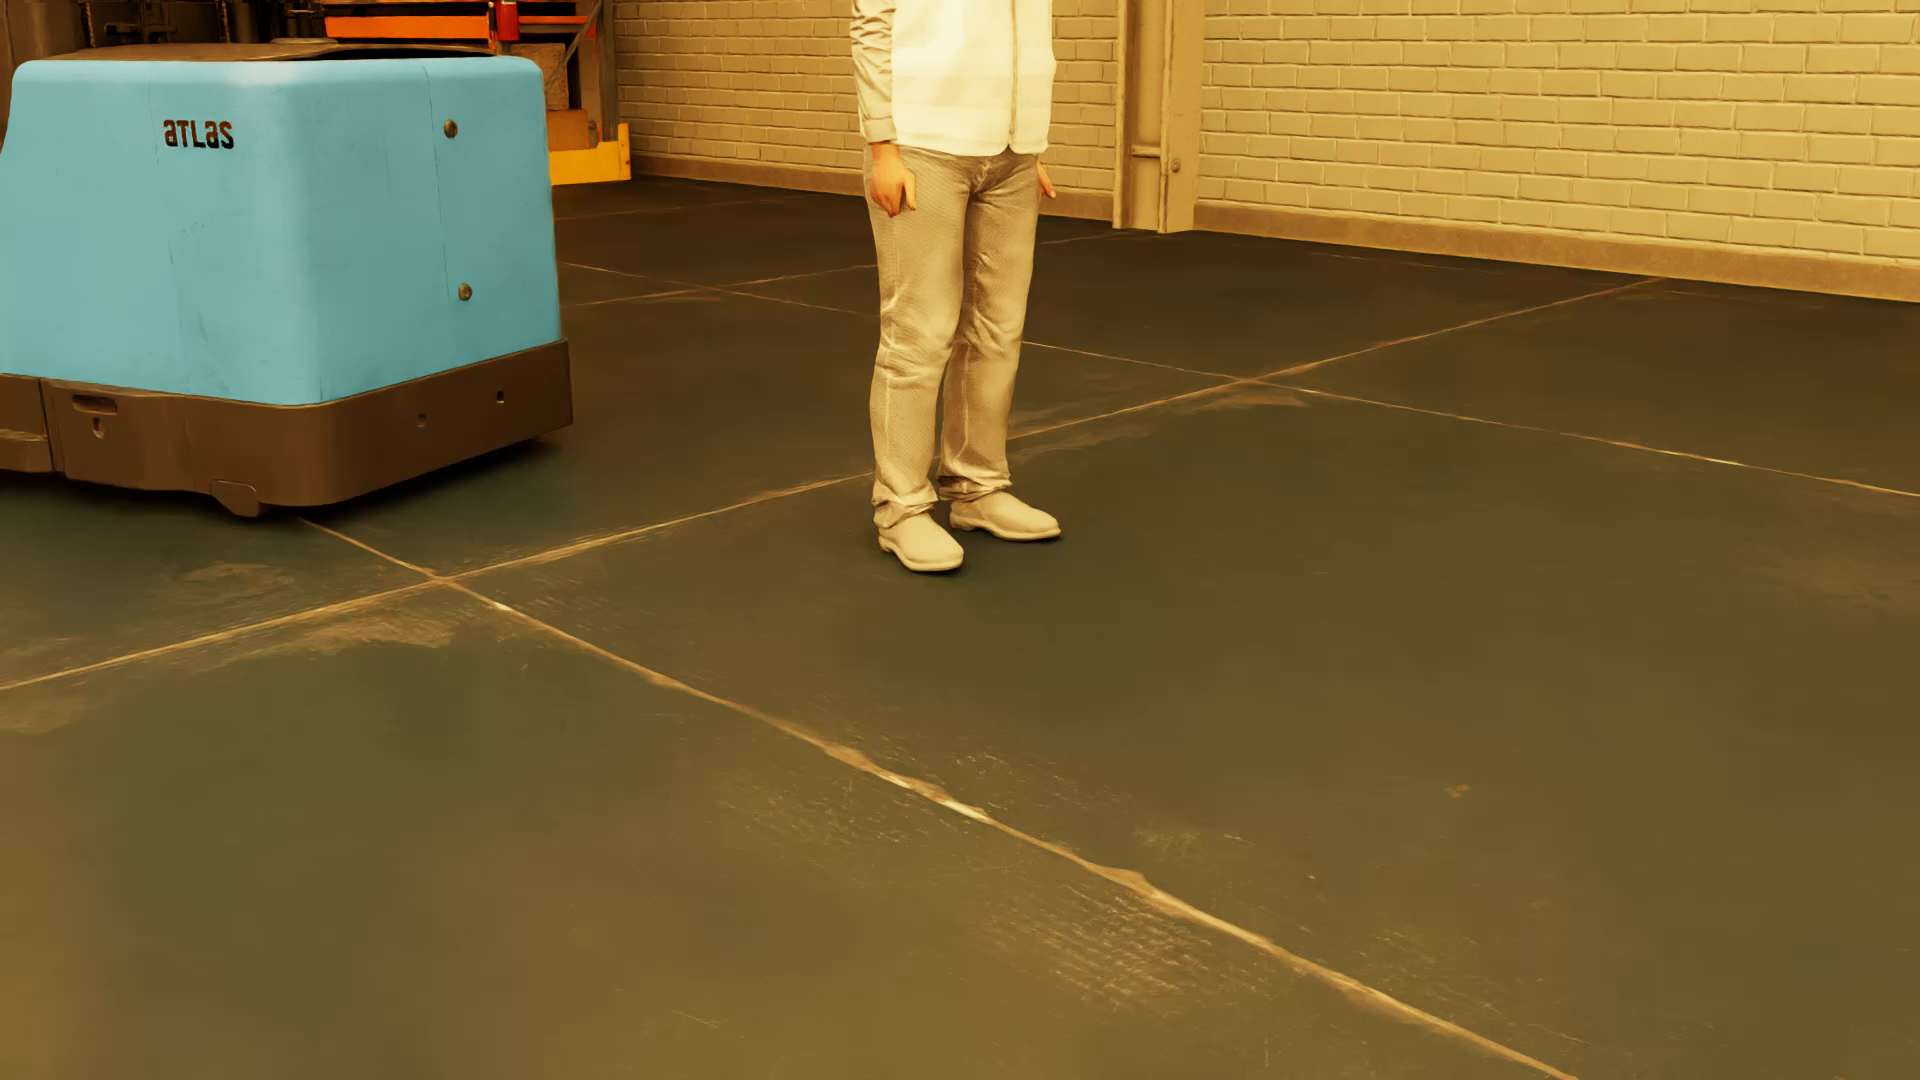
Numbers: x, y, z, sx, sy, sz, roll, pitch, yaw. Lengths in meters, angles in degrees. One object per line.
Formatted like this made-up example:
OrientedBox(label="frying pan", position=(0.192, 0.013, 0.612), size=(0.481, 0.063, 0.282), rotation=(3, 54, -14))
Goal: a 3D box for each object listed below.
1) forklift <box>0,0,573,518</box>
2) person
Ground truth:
OrientedBox(label="forklift", position=(-2.664, -1.723, 4.508), size=(3.031, 2.935, 1.130), rotation=(8, 19, 23))
OrientedBox(label="person", position=(0.006, -0.848, 3.641), size=(0.372, 1.775, 0.525), rotation=(16, 23, 42))
